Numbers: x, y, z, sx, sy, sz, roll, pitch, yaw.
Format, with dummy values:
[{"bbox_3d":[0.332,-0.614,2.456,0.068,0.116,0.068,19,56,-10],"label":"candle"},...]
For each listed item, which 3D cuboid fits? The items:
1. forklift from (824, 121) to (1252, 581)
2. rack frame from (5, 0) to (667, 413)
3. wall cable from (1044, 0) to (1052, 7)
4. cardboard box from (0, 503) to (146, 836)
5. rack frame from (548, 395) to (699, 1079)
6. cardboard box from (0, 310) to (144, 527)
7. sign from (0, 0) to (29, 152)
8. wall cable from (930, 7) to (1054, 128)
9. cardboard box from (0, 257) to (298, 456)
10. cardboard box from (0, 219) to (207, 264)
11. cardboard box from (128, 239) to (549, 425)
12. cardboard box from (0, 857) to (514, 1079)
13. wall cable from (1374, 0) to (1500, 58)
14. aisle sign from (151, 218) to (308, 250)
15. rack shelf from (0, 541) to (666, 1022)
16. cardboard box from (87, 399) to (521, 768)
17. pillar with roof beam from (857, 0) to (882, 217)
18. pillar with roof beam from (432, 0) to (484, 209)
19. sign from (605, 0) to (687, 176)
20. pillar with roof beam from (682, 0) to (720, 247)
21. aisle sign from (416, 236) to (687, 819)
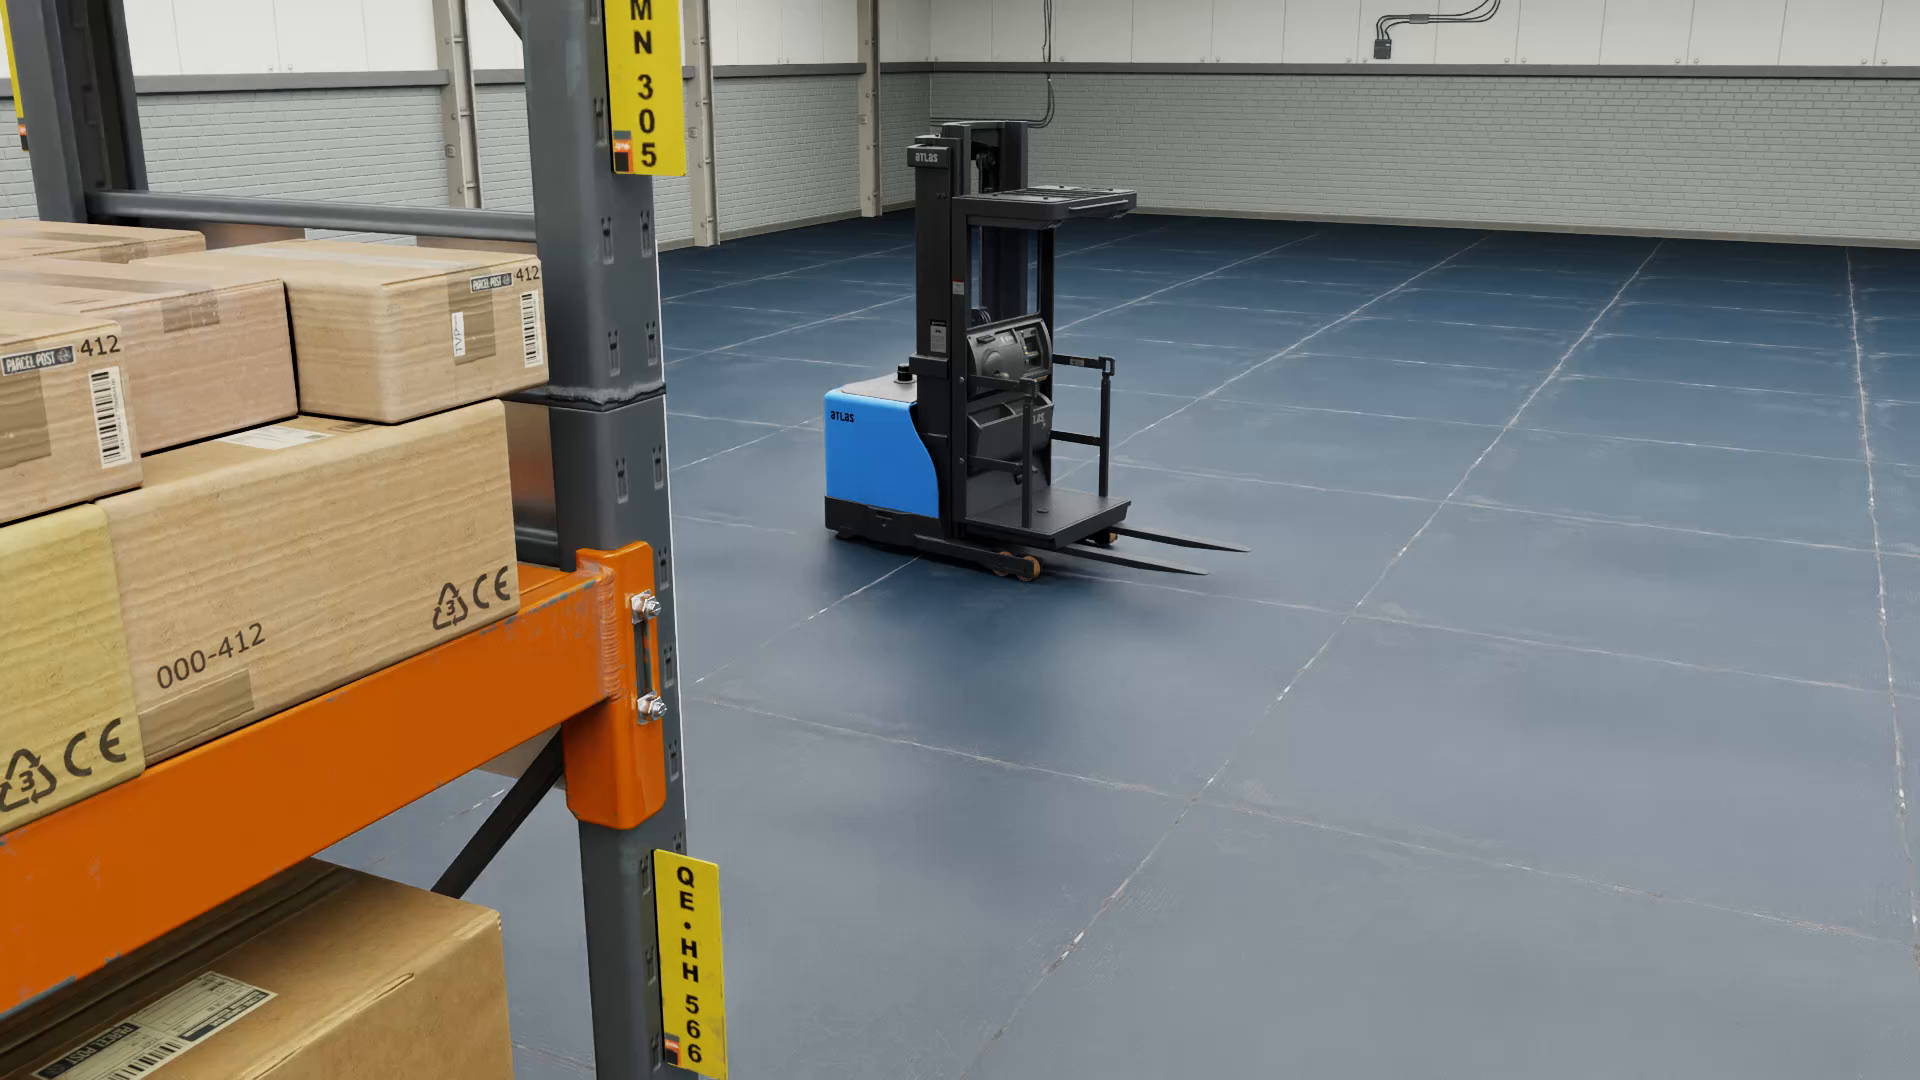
[{"bbox_3d":[0.513,-1.301,11.256,3.031,2.935,1.130,11,20,34],"label":"forklift"},{"bbox_3d":[-0.849,-1.671,1.847,1.000,3.000,0.127,8,18,25],"label":"rack frame"},{"bbox_3d":[3.051,-12.312,34.256,3.097,2.526,0.112,8,18,25],"label":"wall cable"},{"bbox_3d":[-1.057,0.121,1.344,0.500,0.250,0.500,8,18,26],"label":"cardboard box"},{"bbox_3d":[-0.849,1.204,2.701,1.000,3.000,0.127,8,18,25],"label":"rack frame"},{"bbox_3d":[-0.939,-0.107,1.412,0.380,0.149,0.250,7,18,23],"label":"cardboard box"},{"bbox_3d":[-1.334,-0.722,2.382,0.100,0.325,0.005,8,18,25],"label":"sign"},{"bbox_3d":[0.631,-10.235,36.133,3.097,2.526,0.112,8,18,25],"label":"wall cable"},{"bbox_3d":[-0.915,-0.191,1.694,0.380,0.149,0.250,7,18,24],"label":"cardboard box"},{"bbox_3d":[-1.179,-0.312,2.102,0.380,0.149,0.250,8,18,25],"label":"cardboard box"},{"bbox_3d":[-0.694,-0.242,1.867,0.380,0.149,0.250,8,18,25],"label":"cardboard box"},{"bbox_3d":[-0.873,0.706,1.925,0.500,0.500,0.500,8,18,25],"label":"cardboard box"},{"bbox_3d":[9.116,-12.142,31.127,2.305,6.003,0.169,8,18,25],"label":"wall cable"},{"bbox_3d":[-1.089,-0.096,2.513,0.394,0.787,0.004,8,18,25],"label":"aisle sign"},{"bbox_3d":[-1.742,0.621,0.661,1.077,0.370,4.000,8,18,25],"label":"rack shelf"},{"bbox_3d":[-0.837,-0.007,1.773,0.500,0.250,0.500,9,19,27],"label":"cardboard box"},{"bbox_3d":[1.982,-10.594,31.887,9.100,9.000,0.400,8,18,25],"label":"pillar with roof beam"},{"bbox_3d":[-3.380,-7.537,21.596,9.100,9.000,0.400,8,18,25],"label":"pillar with roof beam"},{"bbox_3d":[-0.361,-0.582,1.893,0.100,0.325,0.005,8,18,25],"label":"sign"},{"bbox_3d":[-0.699,-9.066,26.742,9.100,9.000,0.400,8,18,25],"label":"pillar with roof beam"},{"bbox_3d":[-0.553,-0.019,2.256,0.394,0.787,0.004,8,18,25],"label":"aisle sign"}]
